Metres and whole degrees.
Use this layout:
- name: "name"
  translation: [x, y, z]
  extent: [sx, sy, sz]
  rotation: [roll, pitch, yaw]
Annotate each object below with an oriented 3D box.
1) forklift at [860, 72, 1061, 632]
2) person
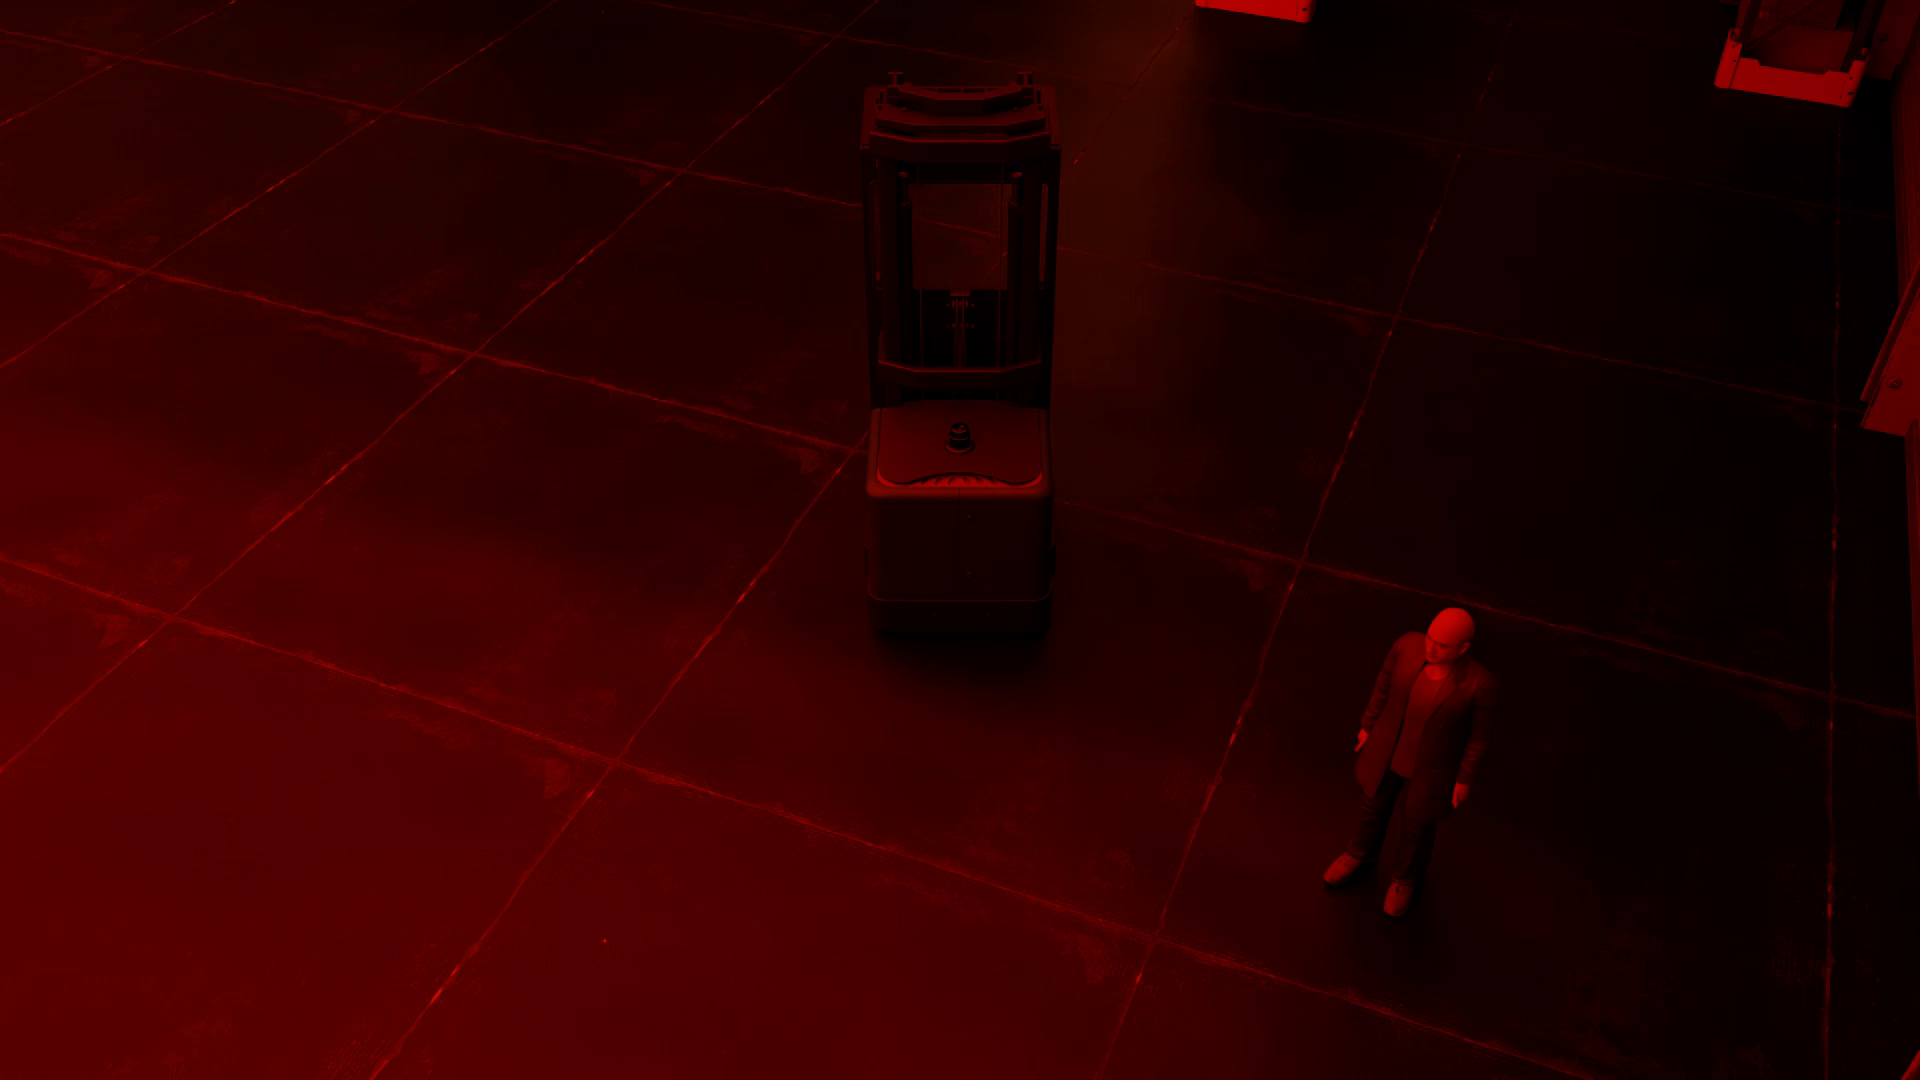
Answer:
- name: "forklift"
  translation: [0.002, -1.515, 9.816]
  extent: [1.130, 2.935, 3.031]
  rotation: [0, 40, 0]
- name: "person"
  translation: [2.086, 1.019, 7.684]
  extent: [0.605, 1.783, 0.400]
  rotation: [30, 48, 31]
